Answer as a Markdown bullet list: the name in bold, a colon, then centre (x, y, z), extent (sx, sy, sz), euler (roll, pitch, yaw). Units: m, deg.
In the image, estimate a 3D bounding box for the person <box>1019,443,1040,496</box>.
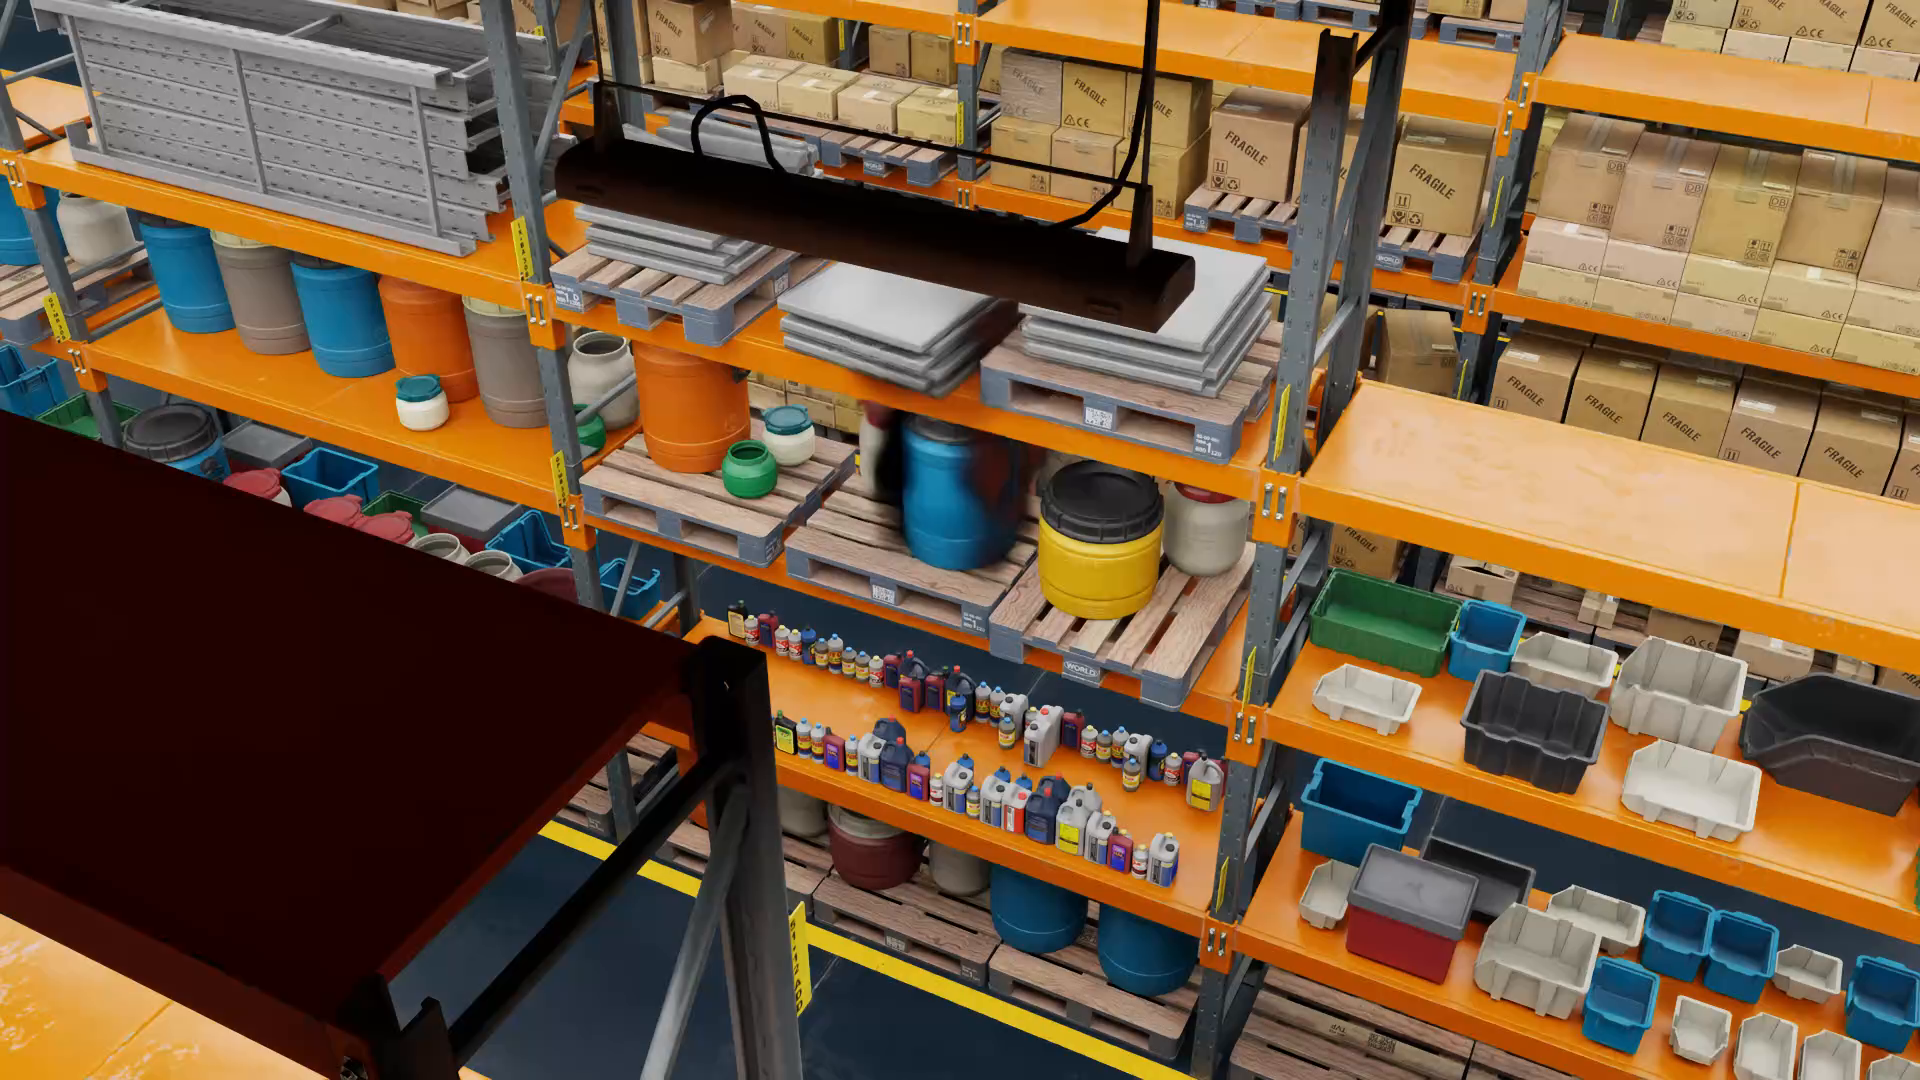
- **person**: centre (0.326, -0.195, 12.649), extent (0.475, 1.832, 0.584), euler (-26, 42, -32)
